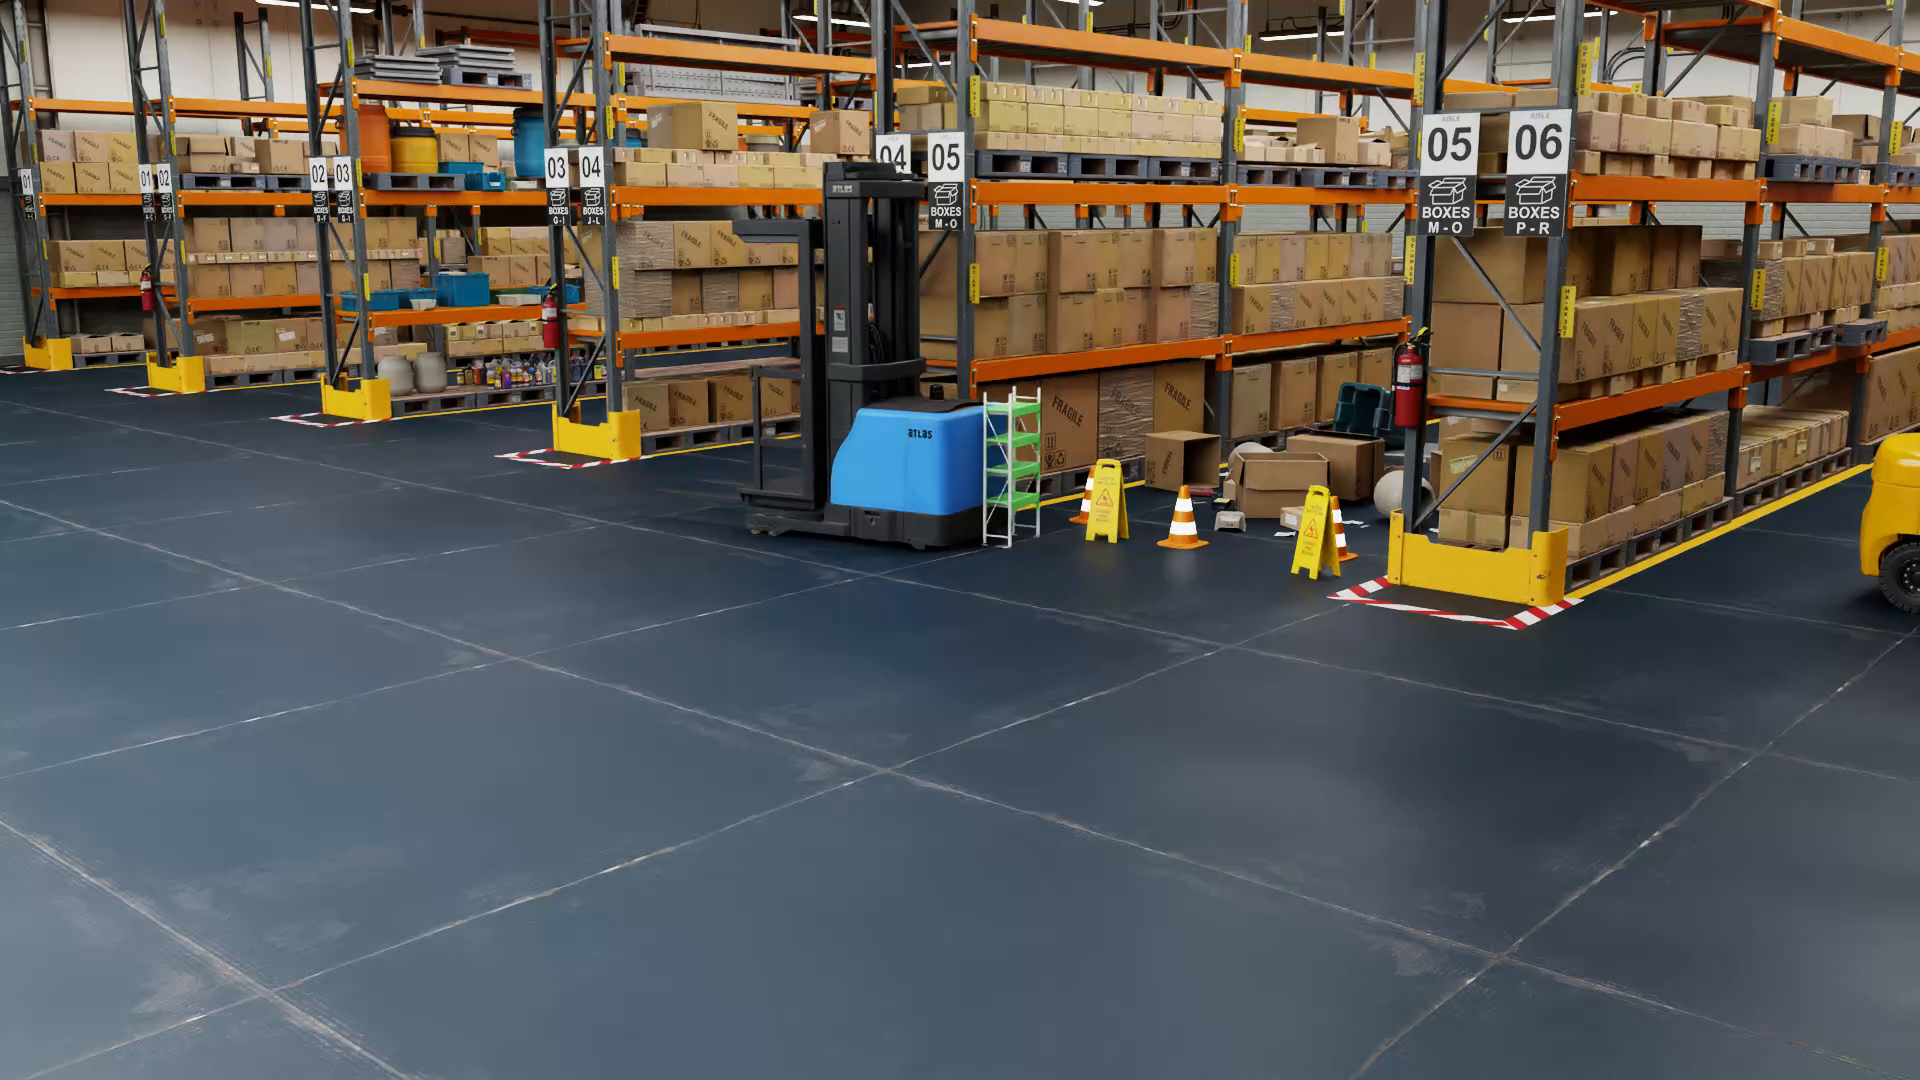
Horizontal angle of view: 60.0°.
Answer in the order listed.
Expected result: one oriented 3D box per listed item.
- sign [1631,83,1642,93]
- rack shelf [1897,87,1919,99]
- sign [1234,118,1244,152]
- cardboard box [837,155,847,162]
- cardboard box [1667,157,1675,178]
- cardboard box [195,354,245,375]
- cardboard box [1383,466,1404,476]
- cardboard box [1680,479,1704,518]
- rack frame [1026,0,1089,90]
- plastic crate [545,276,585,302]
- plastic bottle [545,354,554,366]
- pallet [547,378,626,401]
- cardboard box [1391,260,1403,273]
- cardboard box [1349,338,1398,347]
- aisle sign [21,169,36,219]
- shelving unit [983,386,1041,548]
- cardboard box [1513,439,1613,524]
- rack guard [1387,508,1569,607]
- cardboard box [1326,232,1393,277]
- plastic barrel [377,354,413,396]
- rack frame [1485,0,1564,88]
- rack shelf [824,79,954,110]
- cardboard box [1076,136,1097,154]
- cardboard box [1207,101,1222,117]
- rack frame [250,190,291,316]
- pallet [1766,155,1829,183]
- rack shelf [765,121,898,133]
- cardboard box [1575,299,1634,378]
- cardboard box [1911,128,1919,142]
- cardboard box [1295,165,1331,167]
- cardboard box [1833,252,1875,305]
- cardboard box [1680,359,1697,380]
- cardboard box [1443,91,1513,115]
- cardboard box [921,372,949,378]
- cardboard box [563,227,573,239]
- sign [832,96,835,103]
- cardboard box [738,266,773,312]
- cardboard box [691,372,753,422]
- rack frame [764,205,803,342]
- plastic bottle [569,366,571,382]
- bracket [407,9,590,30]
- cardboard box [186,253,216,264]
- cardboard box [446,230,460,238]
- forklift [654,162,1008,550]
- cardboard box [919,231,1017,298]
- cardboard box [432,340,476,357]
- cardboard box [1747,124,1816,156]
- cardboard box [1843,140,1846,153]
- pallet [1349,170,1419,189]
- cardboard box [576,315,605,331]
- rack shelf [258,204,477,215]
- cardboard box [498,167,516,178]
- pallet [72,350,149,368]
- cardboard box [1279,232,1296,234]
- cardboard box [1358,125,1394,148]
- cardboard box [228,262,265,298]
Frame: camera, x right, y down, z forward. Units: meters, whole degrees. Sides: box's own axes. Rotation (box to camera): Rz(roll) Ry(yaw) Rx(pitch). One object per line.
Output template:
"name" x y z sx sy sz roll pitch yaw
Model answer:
"sign" 5.712 -3.690 14.045 0.100 0.325 0.005 10 15 40
"rack shelf" 12.733 -5.566 20.959 1.077 0.370 4.000 10 15 40
"sign" 2.765 -4.018 16.491 0.100 0.325 0.005 10 15 40
"cardboard box" -1.555 -4.463 19.604 0.380 0.149 0.250 10 15 41
"cardboard box" 4.948 -2.702 12.064 0.380 0.149 0.250 9 15 39
"cardboard box" -10.871 -2.583 24.434 0.500 0.250 0.500 10 15 40
"cardboard box" 3.982 -0.518 15.128 0.258 0.266 0.396 0 11 1
"cardboard box" 5.599 -0.358 13.291 0.500 0.250 0.500 9 15 39
"rack frame" 1.328 -6.513 22.845 1.000 3.000 0.127 10 15 40
"plastic crate" -5.474 -3.532 23.395 0.767 0.338 0.504 10 15 40
"plastic bottle" -5.769 -2.456 23.489 0.144 0.351 0.185 10 15 40
"pallet" -5.508 -2.162 23.498 1.003 0.211 1.213 10 15 40
"cardboard box" 5.441 -3.333 20.291 0.380 0.149 0.250 10 15 40
"cardboard box" 5.242 -2.397 20.951 0.500 0.250 0.500 9 15 39
"aisle sign" -14.937 -5.541 26.657 0.394 0.787 0.004 10 15 40
"shelving unit" 0.408 -0.577 13.038 0.258 1.200 0.503 6 13 29
"cardboard box" 4.247 -0.425 11.712 0.500 0.500 0.500 9 14 38
"rack guard" 3.541 0.102 11.425 1.175 0.500 0.348 10 15 40
"cardboard box" 4.683 -3.390 19.715 0.700 0.500 0.500 10 15 40
"plastic barrel" -7.296 -2.127 21.483 0.421 0.512 0.421 0 11 0
"rack frame" 7.627 -6.445 22.506 1.000 3.000 0.127 10 15 40
"rack shelf" 0.008 -5.670 21.481 1.077 0.370 4.000 10 15 40
"cardboard box" 1.006 -3.535 14.909 0.380 0.149 0.250 10 15 40
"cardboard box" 2.345 -4.225 16.327 0.380 0.149 0.250 10 15 40
"rack frame" -12.475 -4.904 30.105 1.000 3.000 0.127 10 15 40
"pallet" 6.619 -3.157 14.181 1.213 0.211 1.003 10 15 40
"rack shelf" -2.150 -8.323 33.751 1.077 0.370 4.000 10 15 40
"cardboard box" 4.352 -1.418 11.639 0.500 0.500 0.500 10 15 42
"cardboard box" 12.279 -4.858 20.623 0.637 0.503 0.797 -11 16 -43
"cardboard box" 4.013 -4.416 19.058 0.500 0.250 0.500 10 15 42
"cardboard box" 8.681 -2.588 16.423 0.500 0.500 0.500 9 15 39
"cardboard box" 5.480 -1.342 12.911 0.380 0.149 0.250 9 15 40
"cardboard box" 3.493 -2.940 11.218 0.380 0.149 0.250 10 15 41
"cardboard box" -0.562 -2.128 21.465 0.700 0.500 0.500 10 15 40
"cardboard box" -8.327 -6.327 34.252 0.500 0.250 0.500 9 15 39
"sign" -1.975 -6.925 25.732 0.100 0.325 0.005 10 15 40
"cardboard box" -2.628 -2.896 19.035 0.875 0.500 0.500 10 15 40
"cardboard box" -2.732 -1.646 19.104 0.500 0.500 0.500 -10 15 -42
"rack frame" -3.470 -5.441 32.794 1.000 3.000 0.127 10 15 40
"plastic bottle" -5.445 -2.317 22.966 0.133 0.283 0.061 -11 16 -44
"bracket" -9.101 -10.514 33.688 0.076 0.066 4.783 10 15 40
"cardboard box" -10.971 -4.073 24.031 0.380 0.149 0.250 10 15 40
"cardboard box" -10.040 -6.021 32.662 0.380 0.149 0.250 7 14 33
"forklift" -1.142 -1.550 13.487 3.031 2.935 1.130 7 13 30
"cardboard box" -0.020 -2.391 14.382 0.875 0.550 0.550 10 15 40
"cardboard box" -8.299 -3.149 27.266 0.500 0.250 0.500 9 15 39
"cardboard box" 6.818 -3.339 13.922 0.500 0.250 0.500 9 15 39
"cardboard box" 7.787 -3.583 15.572 0.797 0.503 0.637 10 15 40
"pallet" 4.602 -4.192 19.363 1.213 0.211 1.003 11 16 43
"cardboard box" -3.920 -2.340 17.908 0.380 0.149 0.250 10 15 40
"rack shelf" -11.155 -6.316 31.355 1.077 0.370 4.000 10 15 40
"cardboard box" -7.443 -6.141 27.950 0.500 0.250 0.500 8 14 36
"pallet" -14.502 -3.074 28.063 1.003 0.211 1.213 10 15 40
"cardboard box" 5.147 -4.786 27.222 0.500 0.500 0.500 9 15 39
"cardboard box" 5.059 -4.903 20.235 0.396 0.266 0.258 10 15 40
"cardboard box" -10.731 -3.869 24.671 0.700 0.500 0.500 10 15 42
